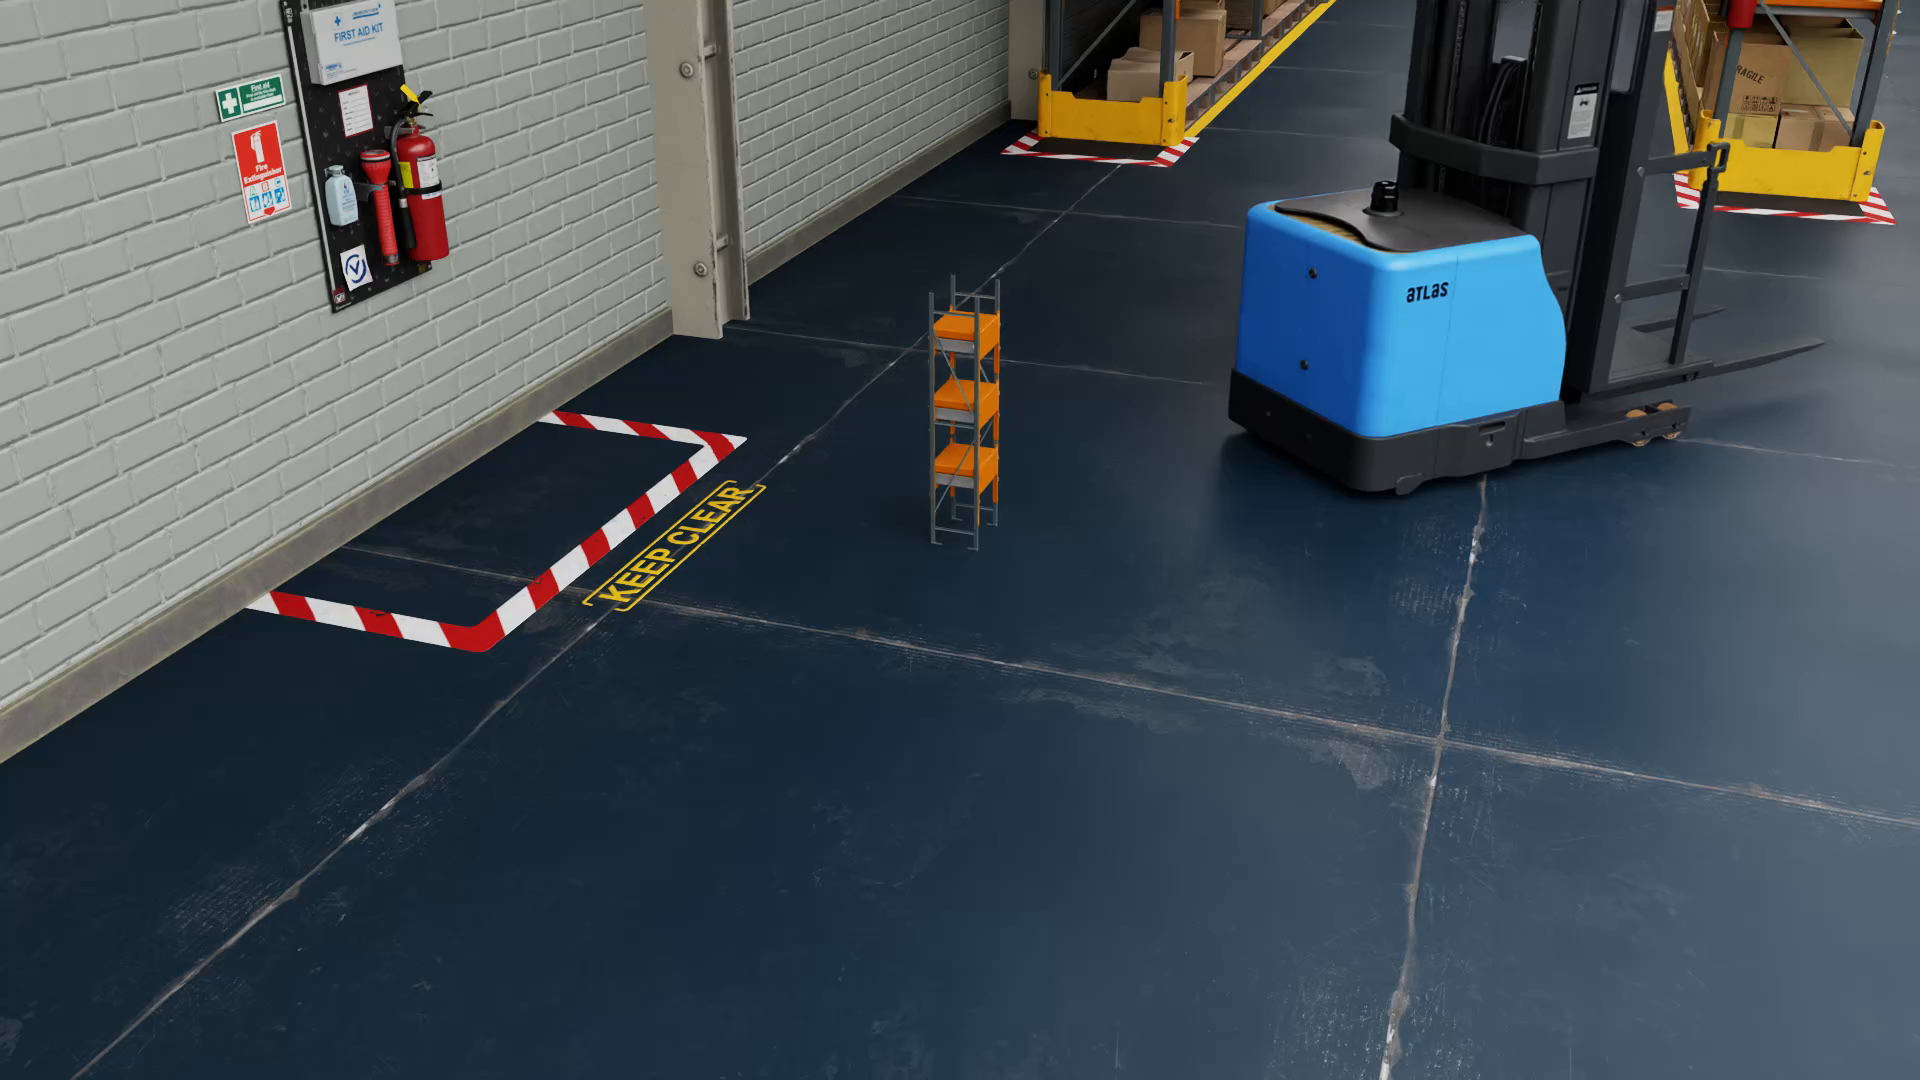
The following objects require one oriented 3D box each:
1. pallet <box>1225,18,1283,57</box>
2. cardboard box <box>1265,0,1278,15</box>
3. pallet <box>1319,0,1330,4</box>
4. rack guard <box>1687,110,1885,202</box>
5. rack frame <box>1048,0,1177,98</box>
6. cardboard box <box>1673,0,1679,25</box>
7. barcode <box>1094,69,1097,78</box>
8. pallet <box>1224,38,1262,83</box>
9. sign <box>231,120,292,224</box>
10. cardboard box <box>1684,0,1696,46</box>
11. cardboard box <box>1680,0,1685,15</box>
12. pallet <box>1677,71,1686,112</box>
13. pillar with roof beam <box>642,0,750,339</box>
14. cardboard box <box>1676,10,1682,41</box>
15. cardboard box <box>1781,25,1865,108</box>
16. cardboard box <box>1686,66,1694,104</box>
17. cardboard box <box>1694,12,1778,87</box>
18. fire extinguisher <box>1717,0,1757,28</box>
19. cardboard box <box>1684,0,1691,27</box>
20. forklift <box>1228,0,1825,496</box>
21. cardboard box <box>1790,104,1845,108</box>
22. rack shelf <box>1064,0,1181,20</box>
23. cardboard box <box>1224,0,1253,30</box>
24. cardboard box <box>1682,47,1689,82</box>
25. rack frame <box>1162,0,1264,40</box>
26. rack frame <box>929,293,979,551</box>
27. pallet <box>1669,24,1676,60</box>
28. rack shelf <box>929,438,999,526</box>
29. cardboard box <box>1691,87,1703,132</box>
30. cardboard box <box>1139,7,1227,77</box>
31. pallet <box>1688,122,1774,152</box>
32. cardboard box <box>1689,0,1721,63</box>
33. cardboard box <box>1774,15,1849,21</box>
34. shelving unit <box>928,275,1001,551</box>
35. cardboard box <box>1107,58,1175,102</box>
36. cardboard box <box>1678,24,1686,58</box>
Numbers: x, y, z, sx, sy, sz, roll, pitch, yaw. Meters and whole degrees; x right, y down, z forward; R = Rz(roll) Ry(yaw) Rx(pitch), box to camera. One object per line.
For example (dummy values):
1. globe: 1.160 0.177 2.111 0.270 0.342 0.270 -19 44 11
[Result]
1. pallet: 2.783 -5.300 17.455 1.003 0.211 1.213 9 27 17
2. cardboard box: 3.087 -6.036 18.139 0.700 0.500 0.500 9 27 18
3. pallet: 4.189 -6.937 20.835 1.003 0.211 1.213 9 27 17
4. rack guard: 5.858 -2.740 11.835 1.175 0.500 0.348 9 27 17
5. rack frame: 1.194 -4.591 12.791 1.000 3.000 0.127 9 27 17
6. cardboard box: 7.744 -5.520 17.382 0.500 0.250 0.500 8 27 16
7. barcode: 1.138 -3.920 13.974 0.001 0.075 0.075 9 27 17
8. pallet: 2.335 -4.699 16.213 1.003 0.211 1.213 9 27 17
9. sign: -2.525 -1.333 6.019 0.001 0.329 0.234 9 27 17
10. cardboard box: 6.748 -4.662 14.750 0.500 0.500 0.500 9 27 17
11. cardboard box: 7.397 -5.350 16.387 0.500 0.311 0.500 9 27 17
12. pallet: 6.893 -3.943 14.651 1.003 0.211 1.213 9 27 17
13. pillar with roof beam: 2.674 -4.615 5.955 9.100 9.000 0.400 9 27 17
14. cardboard box: 7.402 -5.100 16.515 0.500 0.250 0.500 9 27 19
15. cardboard box: 6.419 -3.557 12.468 0.500 0.500 0.500 9 27 17
16. cardboard box: 6.254 -3.707 13.638 0.500 0.250 0.500 9 27 17
17. cardboard box: 6.083 -3.840 13.052 0.500 0.500 0.500 9 27 17
18. fire extinguisher: 5.389 -3.859 11.366 0.296 0.674 0.183 9 27 17
19. cardboard box: 7.062 -4.930 15.520 0.500 0.311 0.500 9 27 17
20. forklift: 2.806 -1.940 7.394 3.031 2.935 1.130 -12 28 -24
21. cardboard box: 6.418 -3.220 12.632 0.500 0.250 0.500 9 27 17
22. rack shelf: 1.859 -5.090 14.645 1.077 0.370 4.000 9 27 17
23. cardboard box: 2.754 -5.613 17.264 0.700 0.500 0.500 10 27 19
24. cardboard box: 6.586 -4.118 14.487 0.500 0.250 0.500 9 27 17
25. rack frame: 2.525 -6.235 16.186 1.000 3.000 0.127 9 27 17
26. rack frame: -0.023 -0.444 6.463 0.200 1.050 0.008 9 27 17
27. pallet: 7.810 -5.075 16.989 1.003 0.211 1.213 9 27 17
28. rack shelf: 0.018 -0.235 6.692 0.215 0.259 0.240 9 27 17
29. cardboard box: 5.921 -3.296 12.790 0.500 0.250 0.500 9 27 17
30. cardboard box: 1.990 -4.464 14.892 0.700 0.500 0.500 7 27 14
31. pallet: 6.081 -2.940 12.580 1.003 0.211 1.213 9 27 17
32. cardboard box: 6.415 -4.251 13.901 0.500 0.500 0.500 9 27 17
33. cardboard box: 6.756 -3.968 13.316 0.500 0.500 0.500 9 27 17
34. shelving unit: 0.018 -0.495 6.567 0.215 1.050 0.252 9 27 17
35. cardboard box: 1.509 -3.851 13.841 0.500 0.311 0.500 6 26 12
36. cardboard box: 7.062 -4.682 15.652 0.500 0.250 0.500 8 27 17
